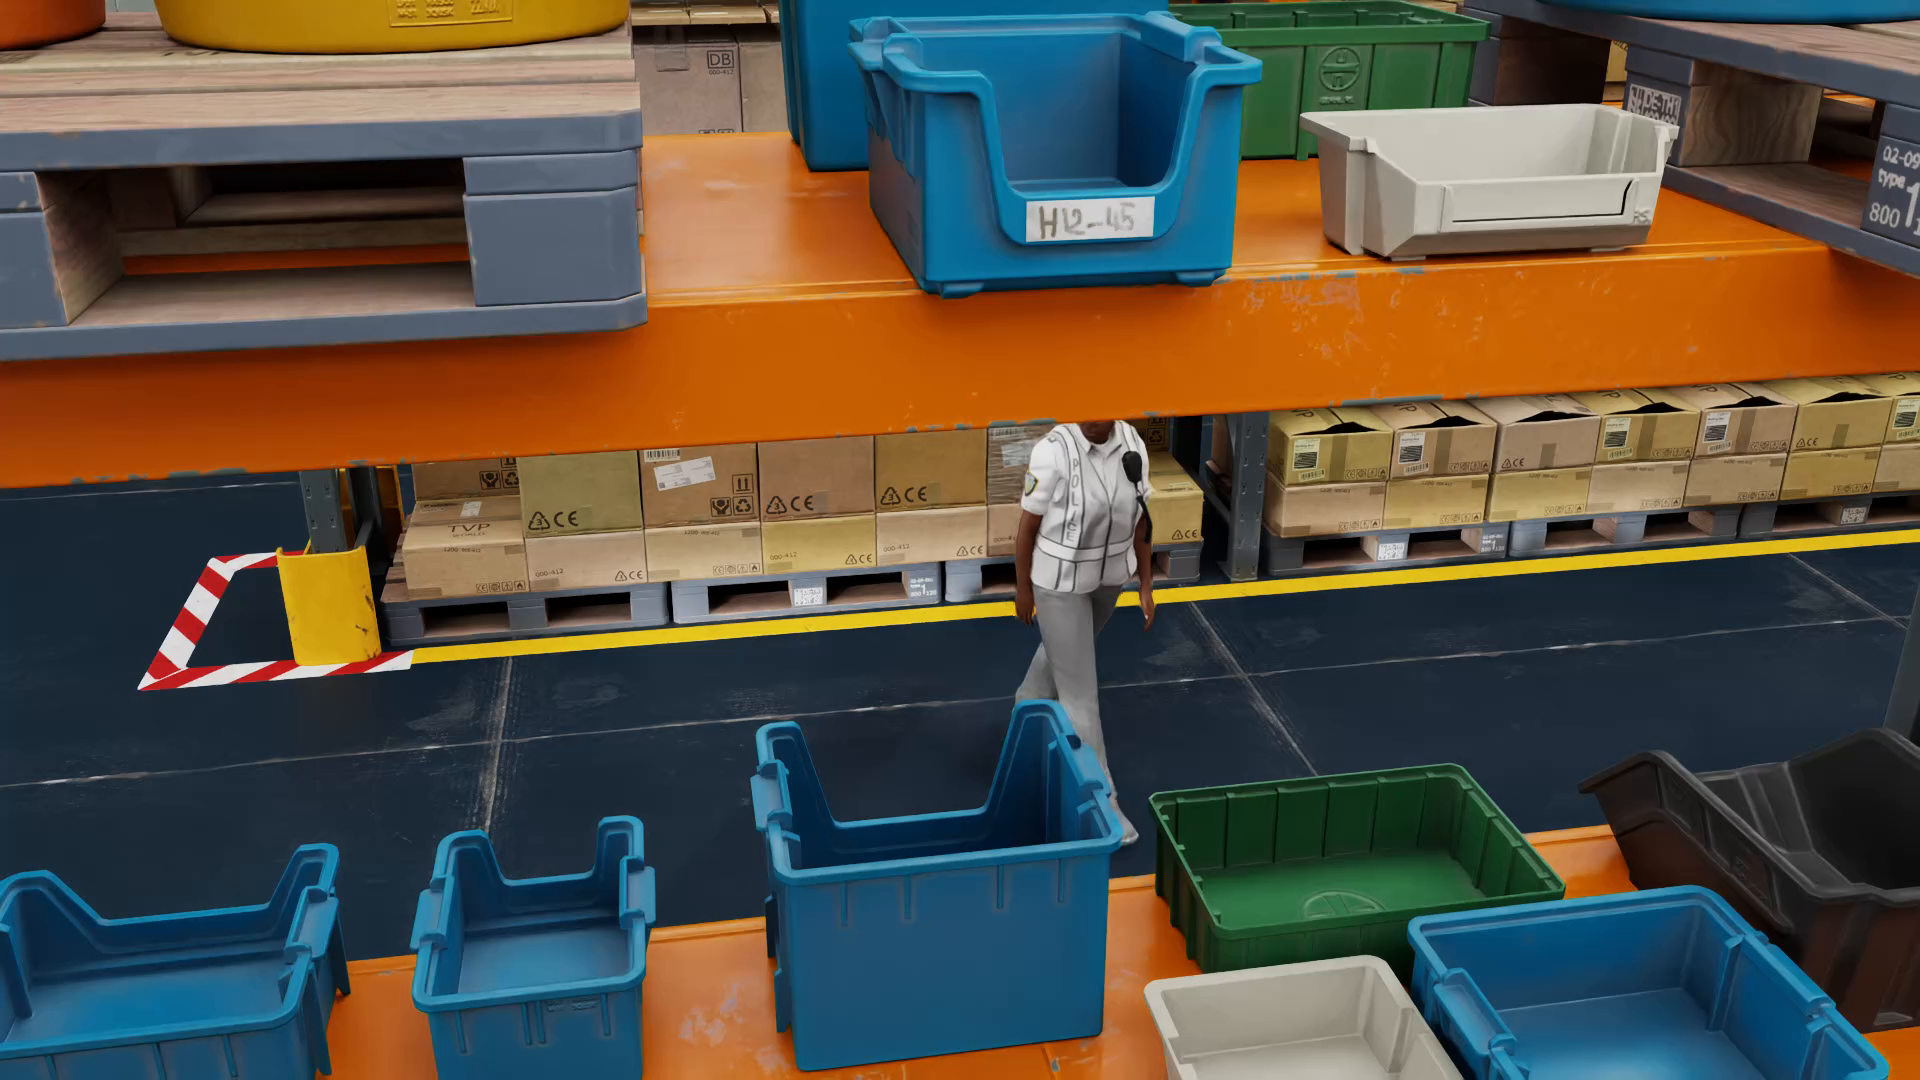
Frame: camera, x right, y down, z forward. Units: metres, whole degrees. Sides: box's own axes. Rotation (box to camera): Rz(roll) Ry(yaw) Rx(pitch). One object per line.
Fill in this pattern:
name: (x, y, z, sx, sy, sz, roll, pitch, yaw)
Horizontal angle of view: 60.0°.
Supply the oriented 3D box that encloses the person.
person: (0.438, 0.143, 5.746, 0.457, 1.605, 0.962, -14, 27, -29)
